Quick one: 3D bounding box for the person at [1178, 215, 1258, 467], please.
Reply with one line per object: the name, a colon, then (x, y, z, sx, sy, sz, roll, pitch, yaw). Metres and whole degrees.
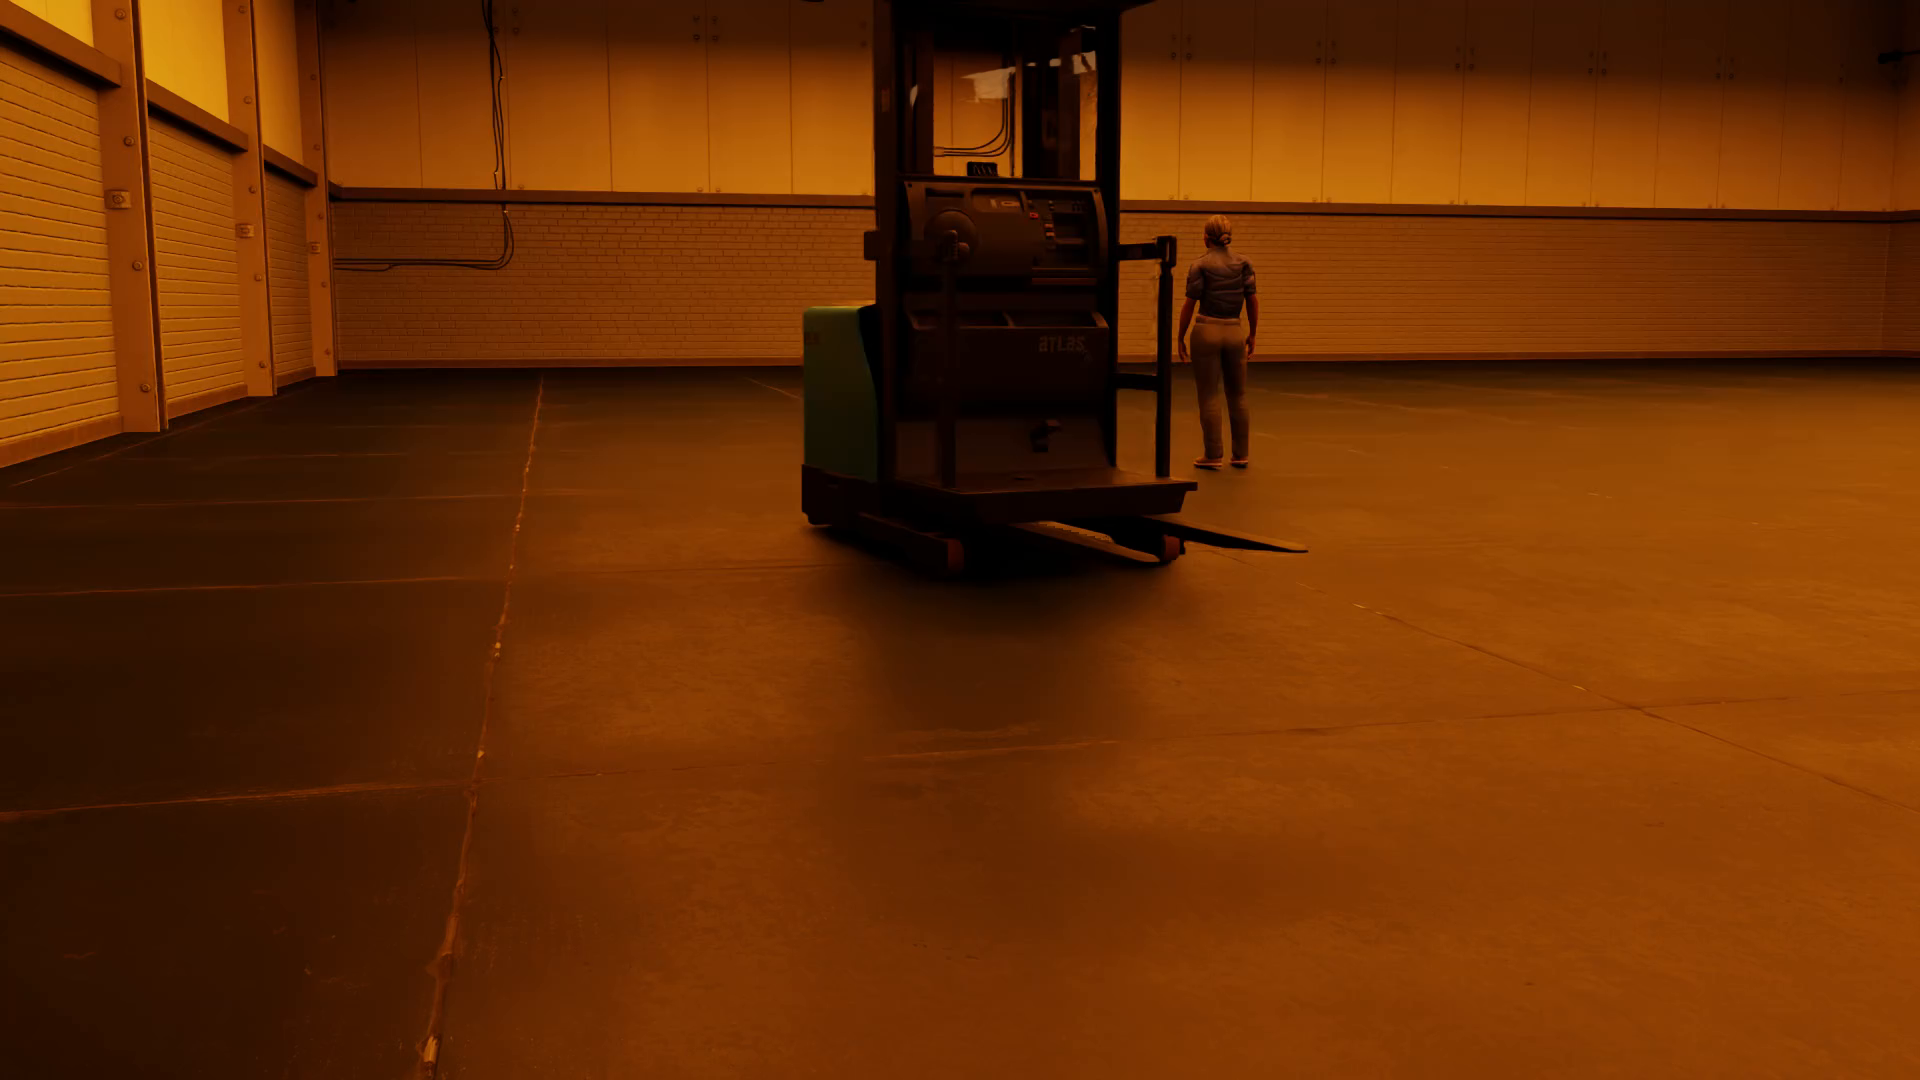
person: (1.705, -1.304, 11.047, 0.569, 1.643, 0.503, -1, 8, -9)

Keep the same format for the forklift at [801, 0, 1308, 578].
forklift: (0.293, -1.366, 6.893, 1.130, 2.935, 3.031, -4, 9, -24)
